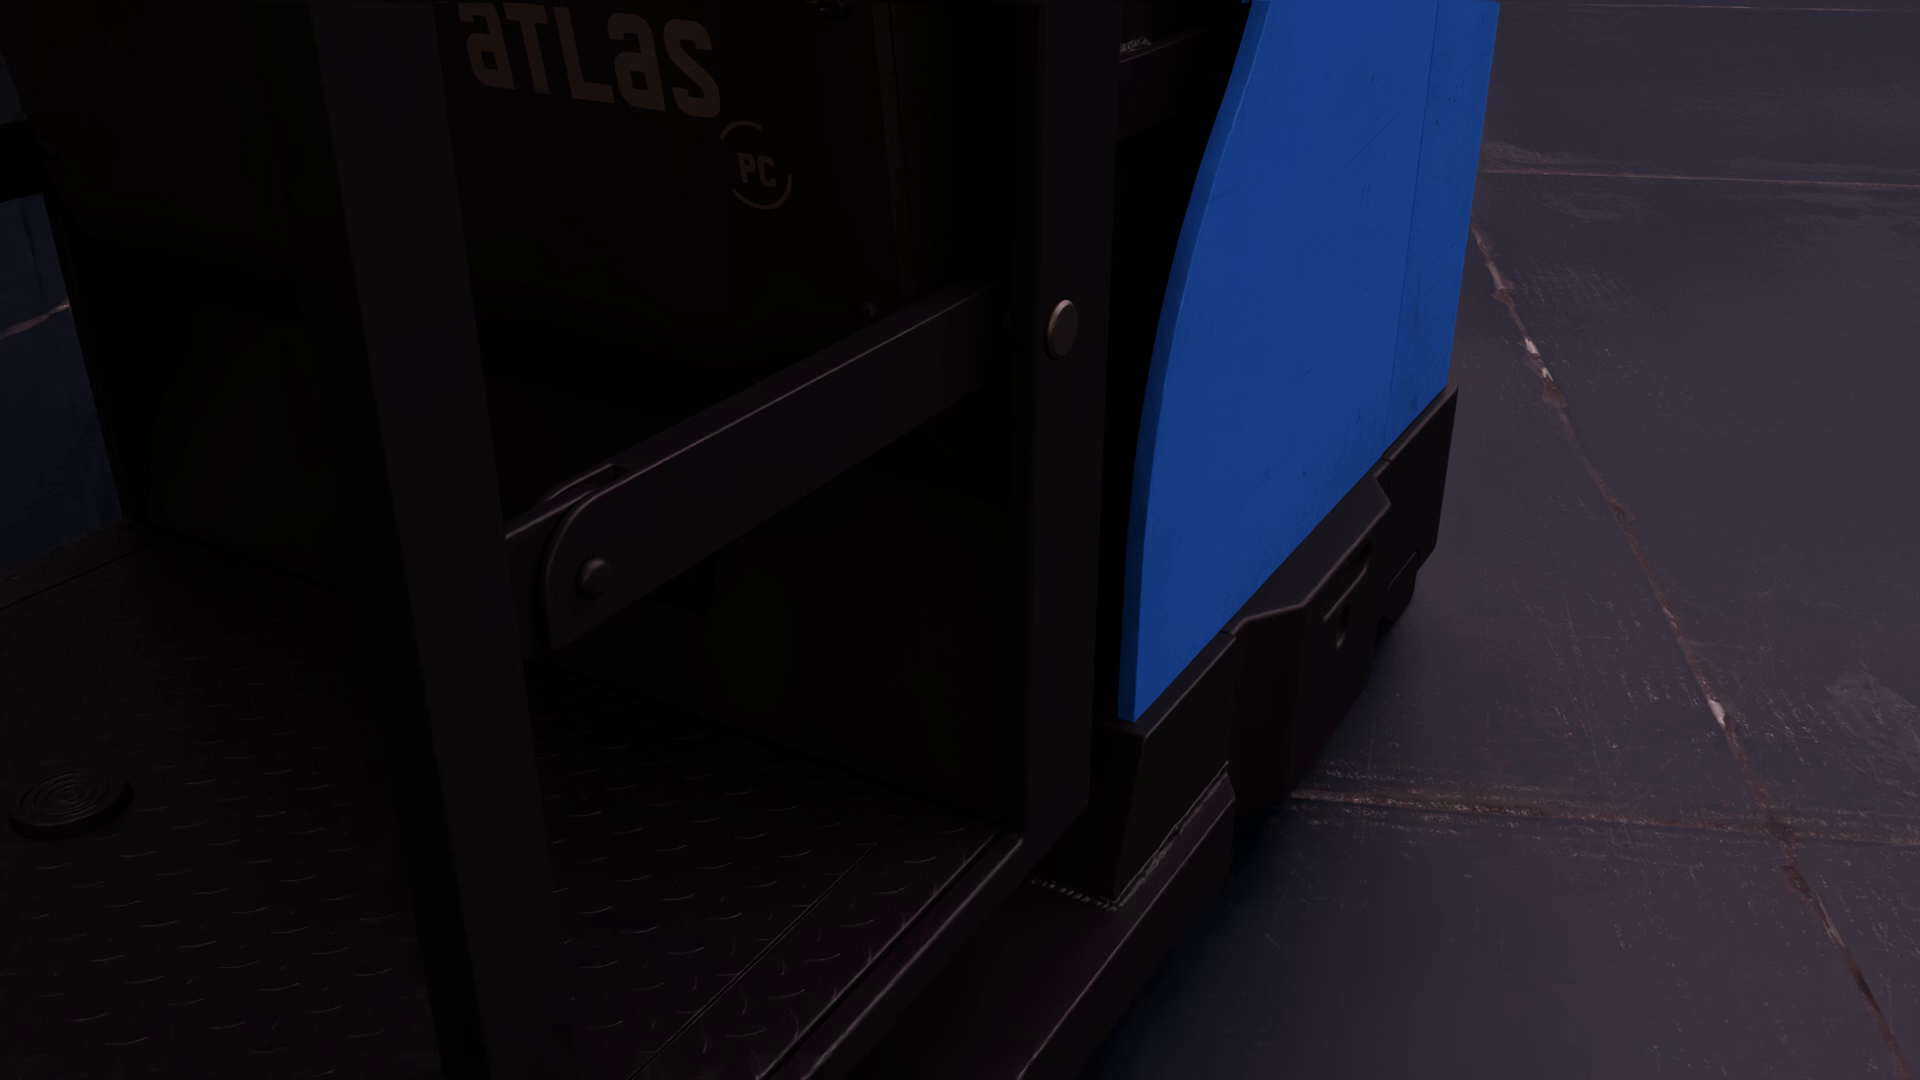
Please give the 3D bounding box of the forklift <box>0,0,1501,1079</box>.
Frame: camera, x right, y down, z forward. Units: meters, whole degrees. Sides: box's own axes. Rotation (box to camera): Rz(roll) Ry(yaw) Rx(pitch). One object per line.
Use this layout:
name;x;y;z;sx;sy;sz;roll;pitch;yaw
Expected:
forklift;-0.518;-0.813;0.847;1.130;2.935;3.031;15;30;27
